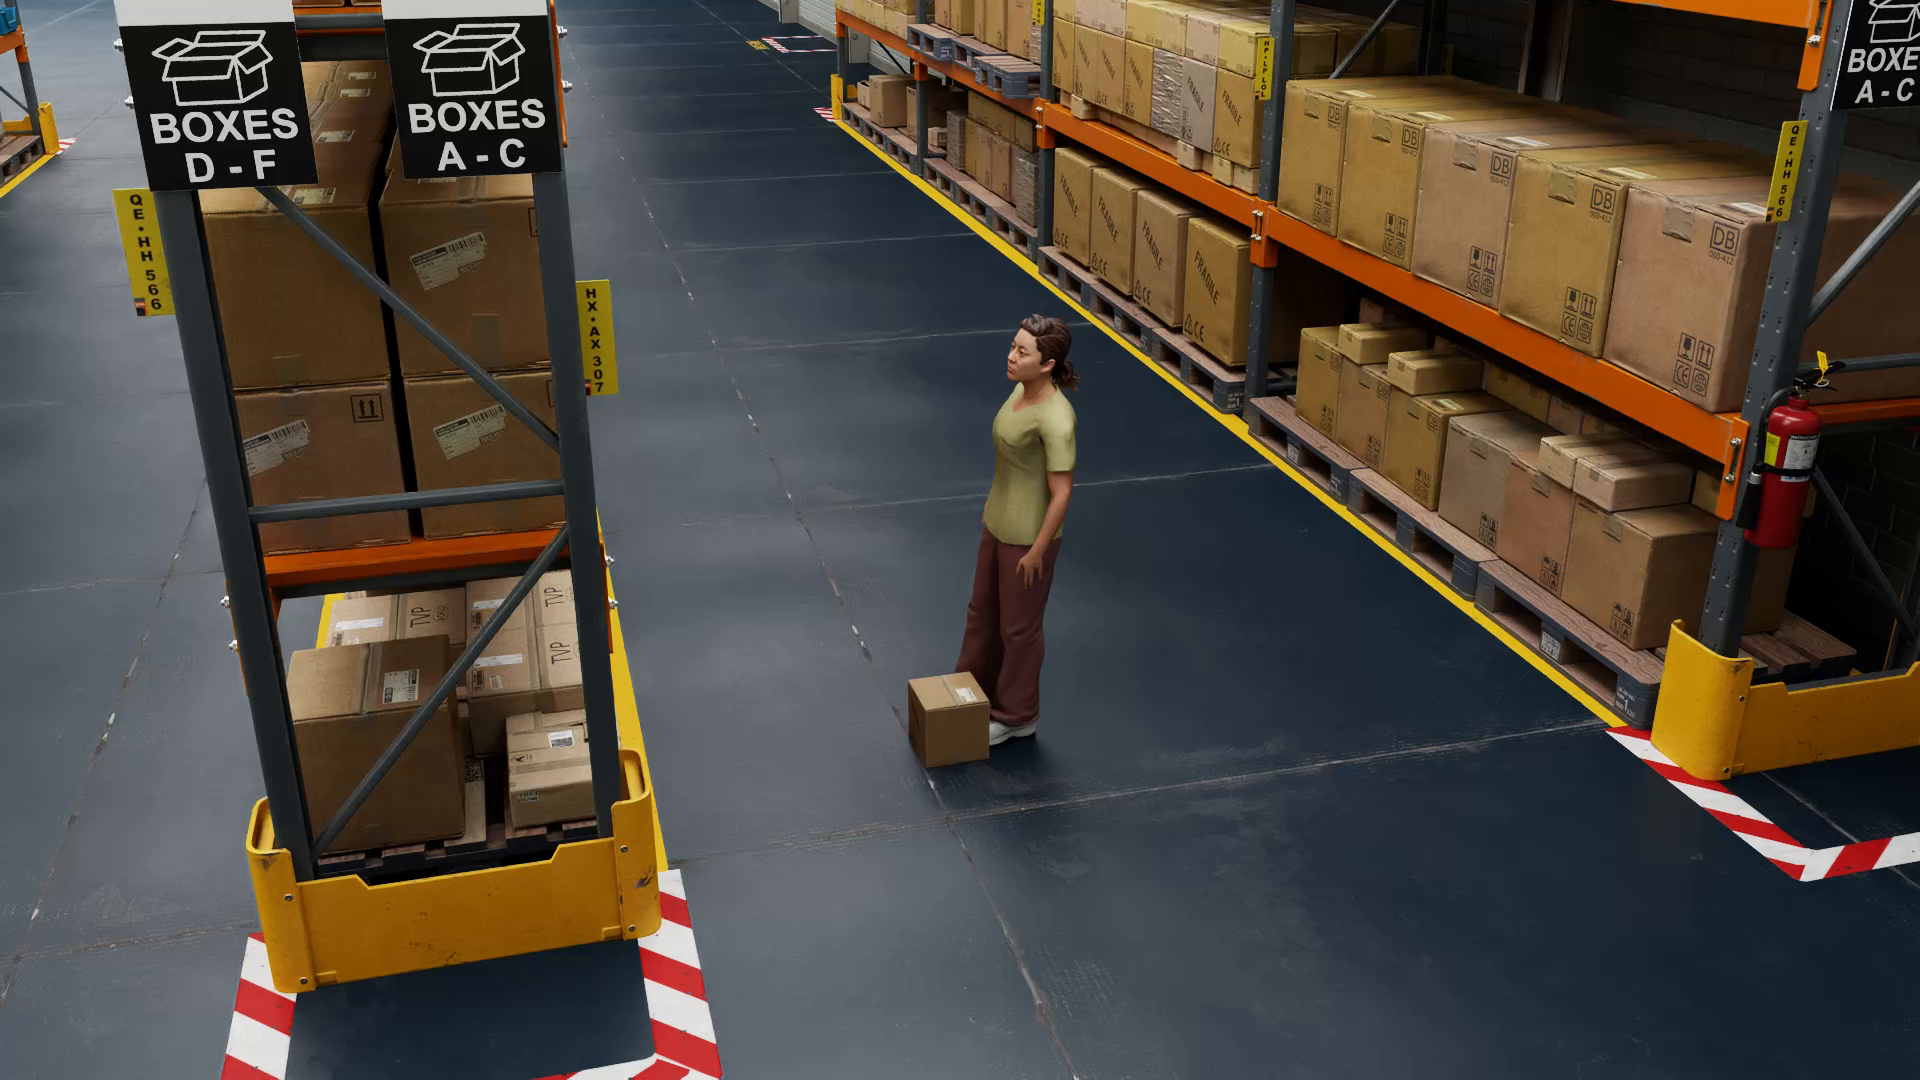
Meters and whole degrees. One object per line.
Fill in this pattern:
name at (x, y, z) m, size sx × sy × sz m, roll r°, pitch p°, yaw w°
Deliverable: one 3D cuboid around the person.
person at (0.156, -0.017, 6.114) m, size 0.547 × 1.673 × 0.553 m, roll -6°, pitch 24°, yaw -14°
